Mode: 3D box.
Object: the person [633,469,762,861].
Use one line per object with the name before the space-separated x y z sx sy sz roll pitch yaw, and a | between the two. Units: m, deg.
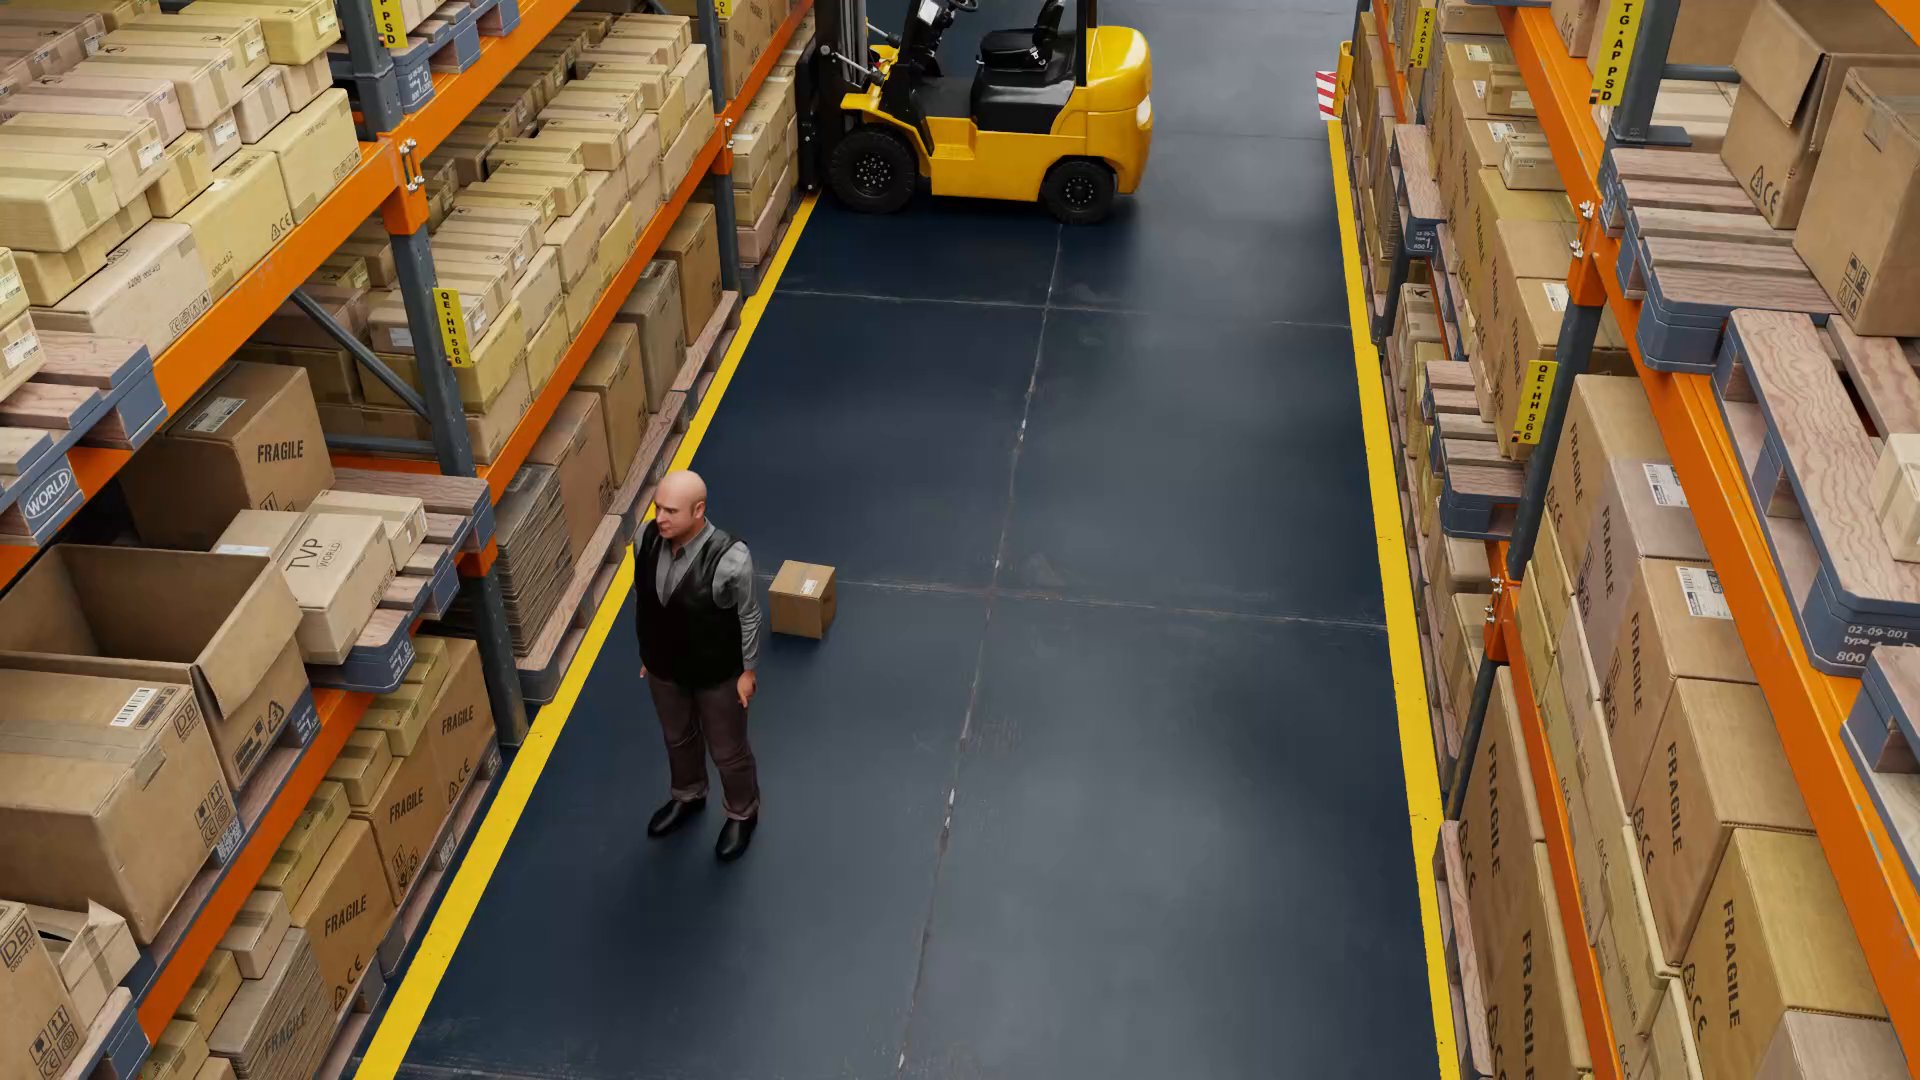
person | -1.014 0.481 6.394 0.530 1.725 0.355 15 38 20
